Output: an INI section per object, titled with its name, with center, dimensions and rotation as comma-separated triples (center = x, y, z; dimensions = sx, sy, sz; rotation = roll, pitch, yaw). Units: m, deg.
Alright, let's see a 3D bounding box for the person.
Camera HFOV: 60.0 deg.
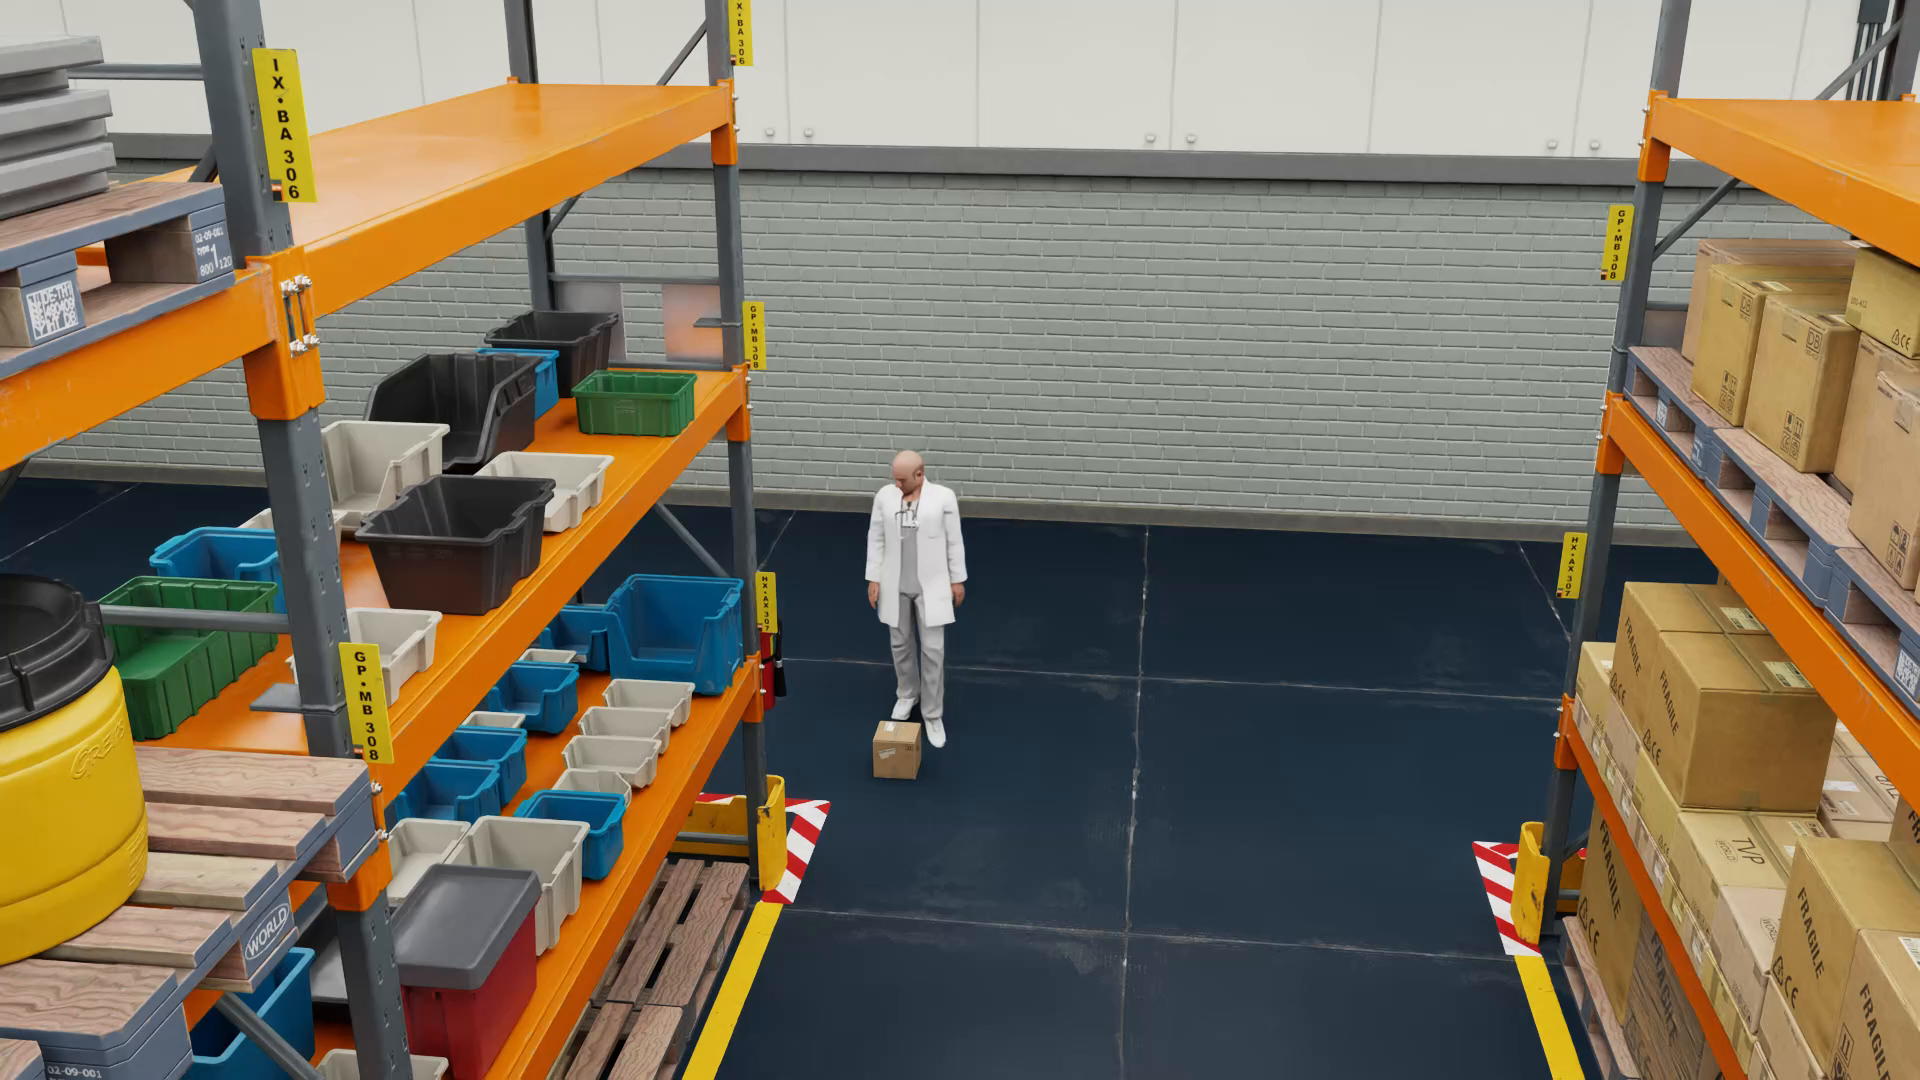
[person]
center = -0.301, 0.338, 10.236
dimensions = 0.626, 1.827, 0.565
rotation = 5, 21, 13
